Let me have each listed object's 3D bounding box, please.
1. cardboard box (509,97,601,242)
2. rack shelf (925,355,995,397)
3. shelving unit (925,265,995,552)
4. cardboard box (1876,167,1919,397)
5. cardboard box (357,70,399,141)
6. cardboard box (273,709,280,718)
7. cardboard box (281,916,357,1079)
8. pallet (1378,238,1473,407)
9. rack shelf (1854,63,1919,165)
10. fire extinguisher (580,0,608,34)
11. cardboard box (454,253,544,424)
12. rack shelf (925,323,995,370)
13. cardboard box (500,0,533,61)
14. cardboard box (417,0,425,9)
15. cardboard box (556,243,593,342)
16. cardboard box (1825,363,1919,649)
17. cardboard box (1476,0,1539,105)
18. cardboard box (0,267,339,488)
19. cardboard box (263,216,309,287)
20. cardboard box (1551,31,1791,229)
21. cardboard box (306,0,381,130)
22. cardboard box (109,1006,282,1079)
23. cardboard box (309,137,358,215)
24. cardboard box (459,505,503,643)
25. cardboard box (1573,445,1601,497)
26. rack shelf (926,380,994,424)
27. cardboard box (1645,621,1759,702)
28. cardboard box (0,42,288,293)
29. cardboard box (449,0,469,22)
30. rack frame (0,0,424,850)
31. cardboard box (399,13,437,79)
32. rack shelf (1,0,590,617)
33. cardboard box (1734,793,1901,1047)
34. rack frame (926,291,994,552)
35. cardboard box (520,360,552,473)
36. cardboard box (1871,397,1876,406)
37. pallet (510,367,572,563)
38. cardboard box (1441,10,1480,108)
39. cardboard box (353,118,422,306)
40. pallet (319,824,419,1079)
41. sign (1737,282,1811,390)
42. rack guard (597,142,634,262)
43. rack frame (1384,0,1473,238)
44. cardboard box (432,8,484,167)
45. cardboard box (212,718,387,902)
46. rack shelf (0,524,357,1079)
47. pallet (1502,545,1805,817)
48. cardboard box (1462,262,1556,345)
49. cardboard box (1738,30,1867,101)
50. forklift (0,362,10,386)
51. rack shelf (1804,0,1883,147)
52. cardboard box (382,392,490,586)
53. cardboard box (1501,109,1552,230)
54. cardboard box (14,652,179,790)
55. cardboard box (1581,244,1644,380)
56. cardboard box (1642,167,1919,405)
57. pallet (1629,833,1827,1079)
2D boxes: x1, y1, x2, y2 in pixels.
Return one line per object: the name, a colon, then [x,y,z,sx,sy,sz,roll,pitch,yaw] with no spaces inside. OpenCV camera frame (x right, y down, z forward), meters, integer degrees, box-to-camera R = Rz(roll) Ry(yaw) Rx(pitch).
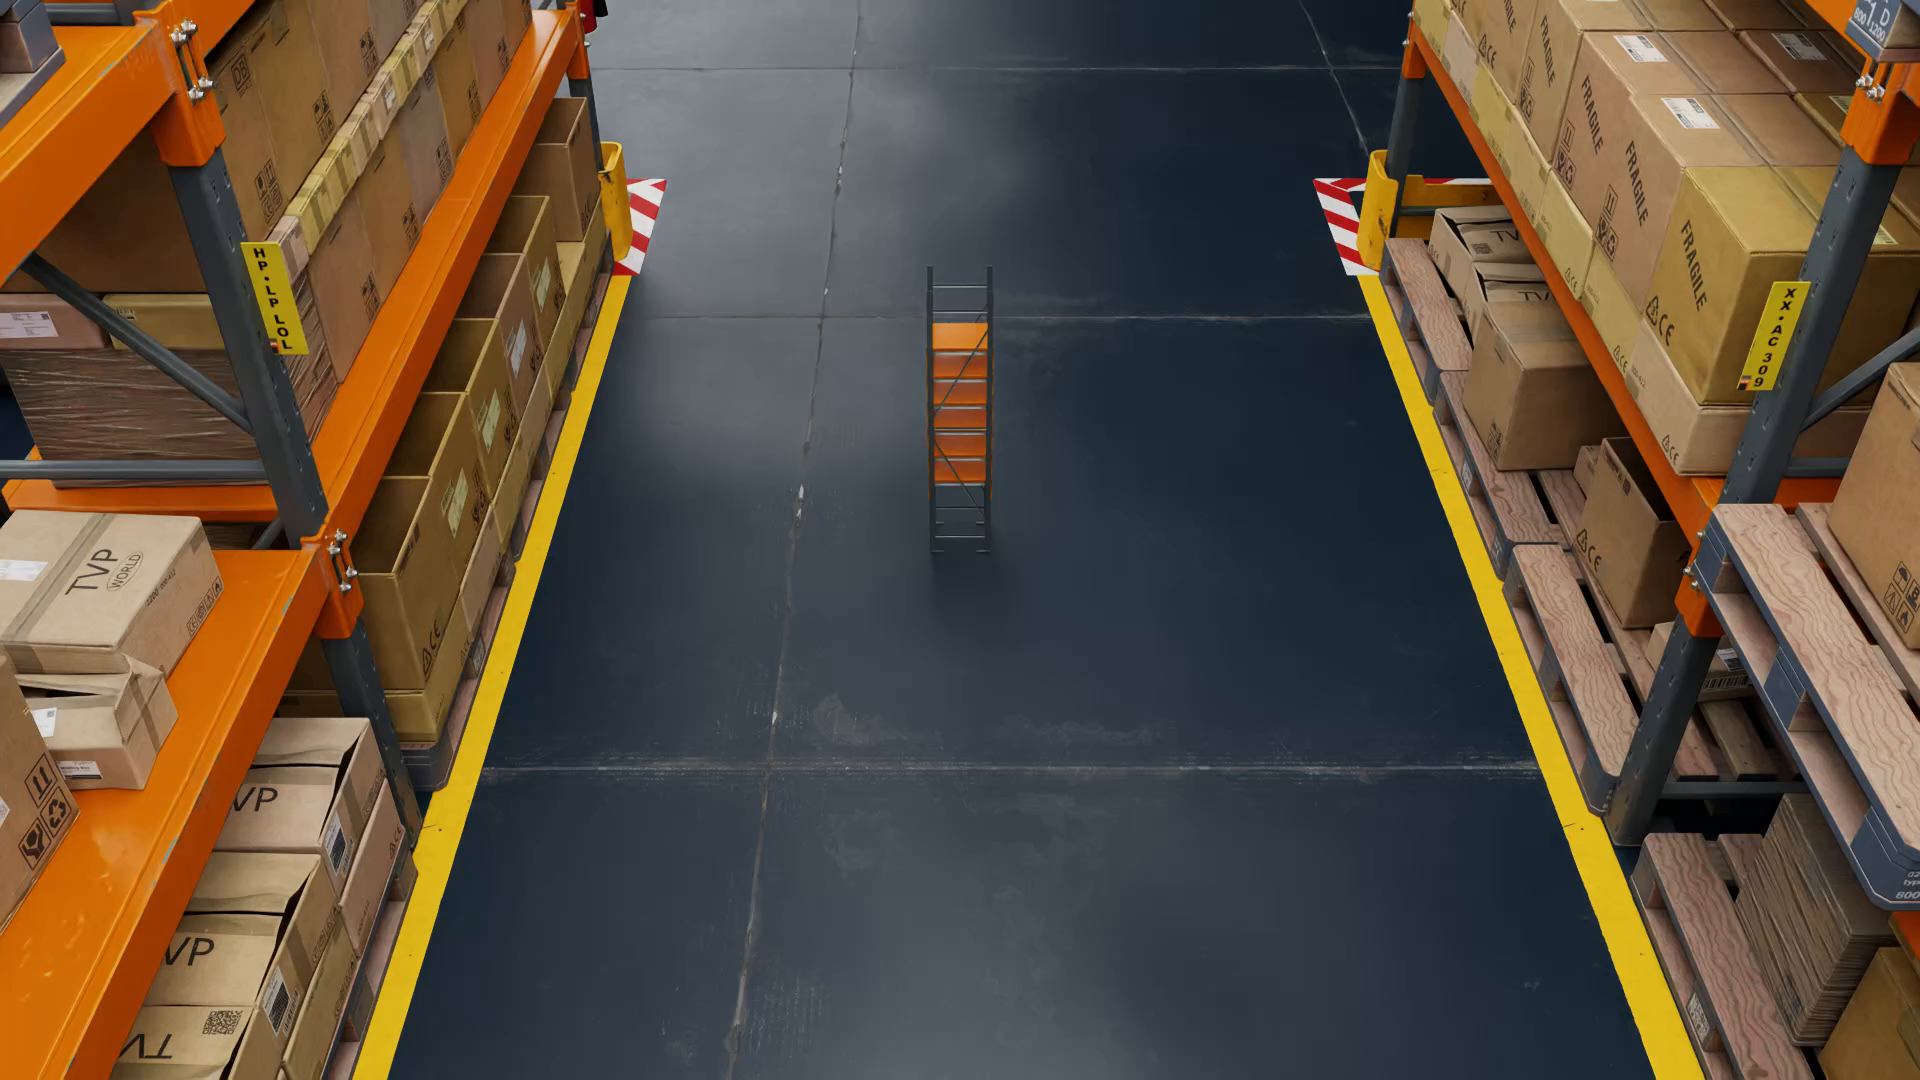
cardboard box: [-2.004,-1.737,7.783,0.500,0.500,0.500,0,39,0]
rack shelf: [0.000,-0.630,6.264,0.258,0.103,0.180,0,39,0]
shelving unit: [0.000,-0.477,6.386,0.258,1.200,0.189,0,39,0]
cardboard box: [2.864,-0.730,4.766,0.500,0.500,0.500,-1,39,-1]
cardboard box: [-2.110,-1.454,5.567,0.380,0.149,0.250,-1,39,-1]
cardboard box: [-2.517,0.432,5.676,0.500,0.250,0.500,0,39,0]
cardboard box: [-2.008,1.297,4.596,0.500,0.250,0.500,-1,39,-1]
pallet: [2.617,-1.051,7.893,1.003,0.211,1.213,0,39,0]
rack shelf: [2.658,0.167,2.319,1.077,0.370,4.000,0,39,0]
fire extinguisher: [-1.838,-2.733,7.824,0.296,0.674,0.183,0,39,0]
cardboard box: [-1.989,-0.799,6.612,0.500,0.500,0.500,0,39,0]
rack shelf: [0.000,-0.724,6.189,0.258,0.103,0.180,0,39,0]
cardboard box: [-2.314,-2.436,7.311,0.700,0.500,0.500,0,39,0]
cardboard box: [-2.307,-2.265,6.061,0.700,0.500,0.500,0,39,0]
cardboard box: [-1.993,-1.132,7.627,0.500,0.250,0.500,0,39,0]
cardboard box: [2.623,-0.086,4.027,0.700,0.500,0.500,0,39,0]
cardboard box: [2.336,-2.006,6.359,0.500,0.500,0.500,-1,39,-2]
cardboard box: [-2.304,-0.504,4.901,0.700,0.500,0.500,-1,39,-1]
cardboard box: [-2.105,-0.805,4.757,0.380,0.149,0.250,0,39,1]
cardboard box: [2.350,-1.358,5.550,0.500,0.500,0.500,-1,39,-1]
cardboard box: [-2.306,-1.640,5.280,0.700,0.500,0.500,0,39,0]
cardboard box: [-2.005,1.393,4.028,0.500,0.311,0.500,0,39,0]
cardboard box: [-2.108,-1.130,5.163,0.380,0.149,0.250,0,39,0]
cardboard box: [-1.990,0.119,6.066,0.500,0.250,0.500,0,39,0]
cardboard box: [2.674,-0.253,6.595,0.380,0.149,0.250,-3,39,-4]
rack shelf: [0.000,-0.536,6.339,0.258,0.103,0.180,0,39,0]
cardboard box: [2.626,0.406,5.759,0.380,0.166,0.250,-5,39,-6]
cardboard box: [-2.304,-1.010,4.495,0.700,0.500,0.500,0,39,0]
cardboard box: [-2.110,-2.097,6.370,0.380,0.149,0.250,1,39,1]
rack frame: [-2.298,-0.188,4.586,1.000,3.000,0.127,0,39,0]
cardboard box: [-2.107,-1.772,5.964,0.380,0.149,0.250,-1,39,-1]
rack shelf: [-2.300,-1.158,6.371,1.077,0.370,4.000,0,39,0]
cardboard box: [2.674,1.070,4.663,0.700,0.500,0.500,1,39,1]
rack frame: [0.000,-0.420,6.315,0.240,1.200,0.006,0,39,0]
cardboard box: [-1.992,-0.507,6.847,0.500,0.250,0.500,0,39,0]
cardboard box: [2.870,-0.437,5.001,0.500,0.250,0.500,0,39,0]
pallet: [-2.261,-0.362,7.033,1.003,0.211,1.213,0,39,0]
cardboard box: [2.349,-2.014,6.969,0.500,0.250,0.500,-1,39,-1]
cardboard box: [-2.308,-1.148,5.704,0.700,0.500,0.500,1,39,1]
pallet: [-2.258,1.361,4.883,1.003,0.211,1.213,0,39,0]
sign: [2.114,-0.526,4.316,0.100,0.325,0.005,0,39,0]
rack guard: [-2.302,-1.729,8.507,1.175,0.500,0.348,0,39,0]
rack frame: [2.652,-2.695,7.714,1.000,3.000,0.127,0,39,0]
cardboard box: [-2.314,-1.797,6.514,0.700,0.500,0.500,0,39,0]
cardboard box: [-2.010,0.756,4.823,0.500,0.311,0.500,0,39,0]
rack shelf: [-2.295,1.344,3.250,1.077,0.370,4.000,0,39,0]
pallet: [2.620,0.475,5.989,1.003,0.211,1.213,0,39,0]
cardboard box: [2.563,-1.028,7.433,0.500,0.311,0.500,3,39,4]
cardboard box: [2.873,-1.365,5.559,0.500,0.500,0.500,1,39,1]
forklift: [-5.224,-2.185,7.132,3.031,2.935,1.130,3,39,4]
rack shelf: [2.654,-2.334,5.441,1.077,0.370,4.000,0,39,0]
cardboard box: [-1.993,-0.174,5.832,0.500,0.500,0.500,0,39,0]
cardboard box: [2.342,-1.379,6.177,0.500,0.250,0.500,0,39,0]
cardboard box: [-2.113,0.414,3.942,0.396,0.266,0.258,-1,39,-1]
cardboard box: [2.360,-0.750,5.392,0.500,0.250,0.500,0,39,0]
cardboard box: [2.346,-0.731,4.768,0.500,0.500,0.500,0,39,0]
pallet: [2.659,1.381,4.857,1.003,0.211,1.213,0,39,0]
